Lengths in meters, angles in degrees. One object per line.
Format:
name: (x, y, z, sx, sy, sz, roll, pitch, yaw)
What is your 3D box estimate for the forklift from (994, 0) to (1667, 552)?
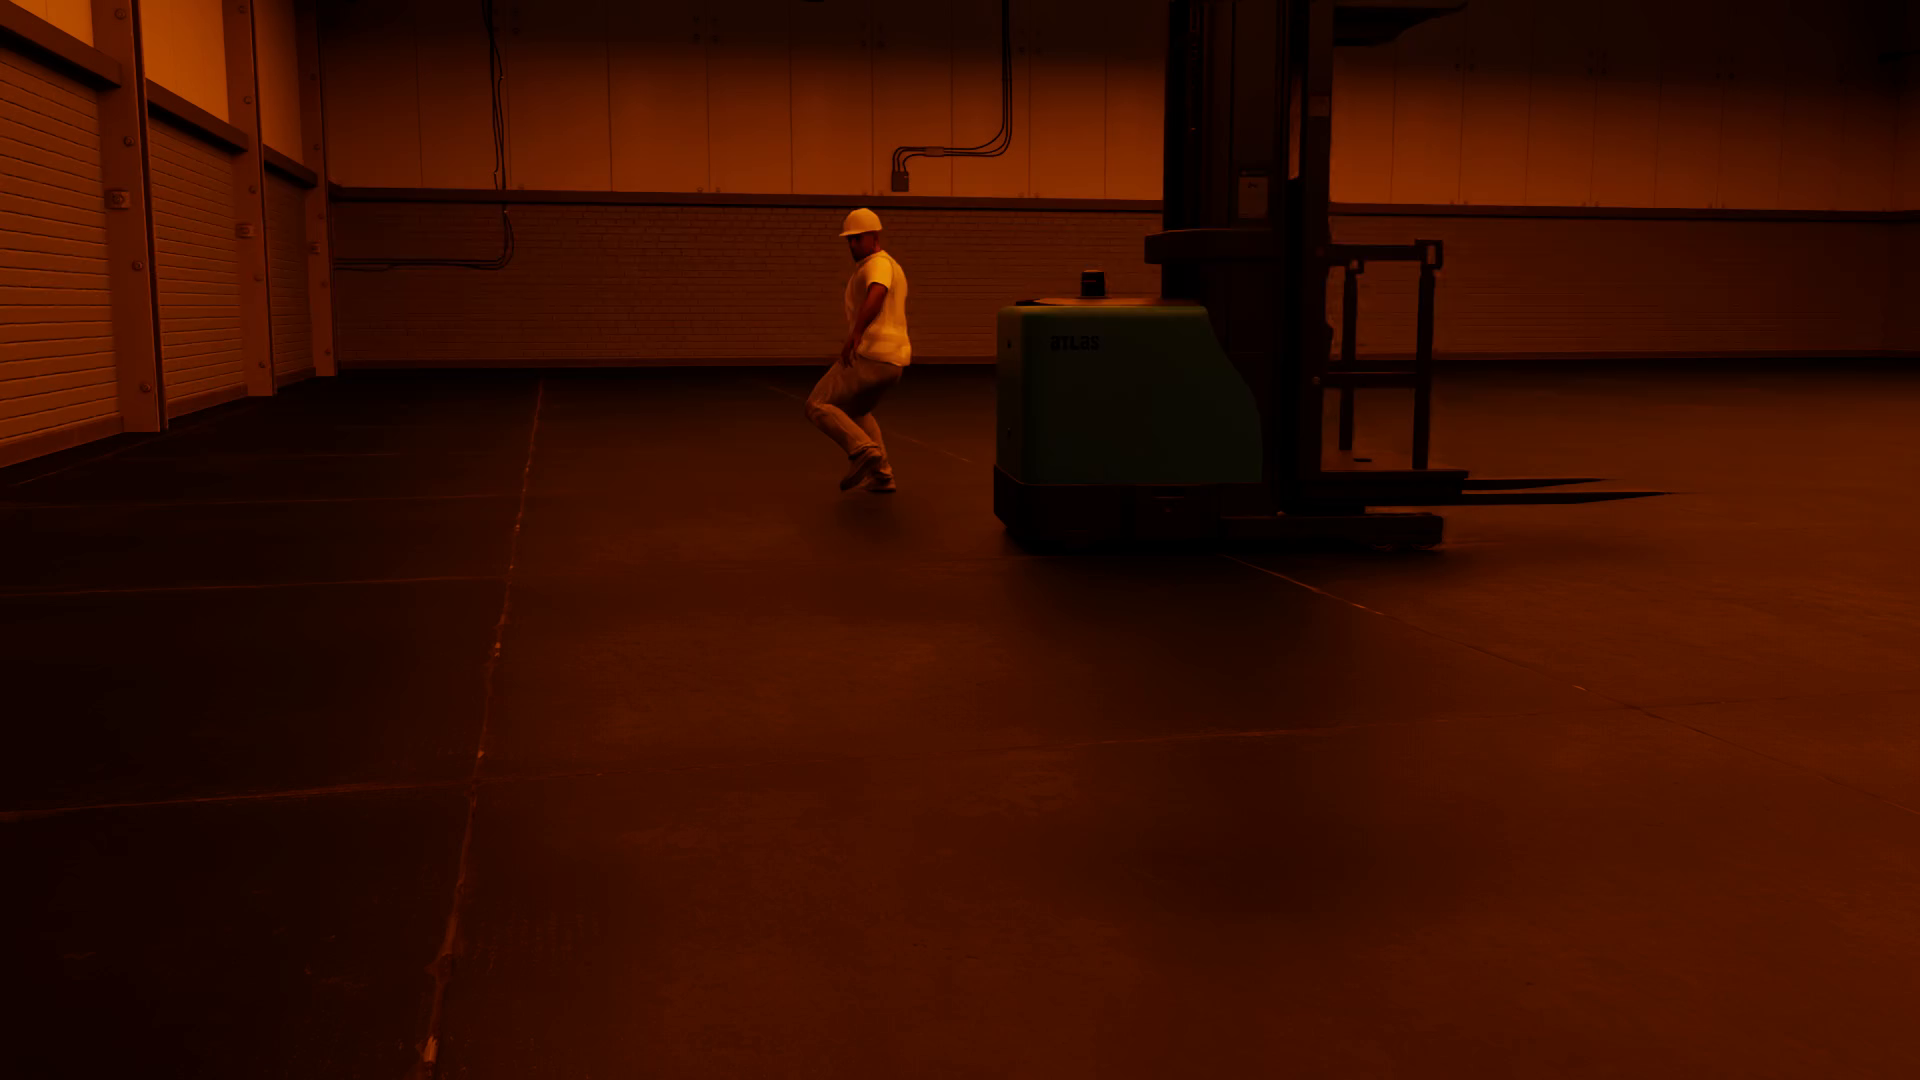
forklift: (1.716, -1.472, 7.649, 3.031, 2.935, 1.130, -1, 8, -6)

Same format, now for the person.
person: (-0.529, -1.062, 9.520, 0.524, 1.646, 1.039, 3, 9, 22)
